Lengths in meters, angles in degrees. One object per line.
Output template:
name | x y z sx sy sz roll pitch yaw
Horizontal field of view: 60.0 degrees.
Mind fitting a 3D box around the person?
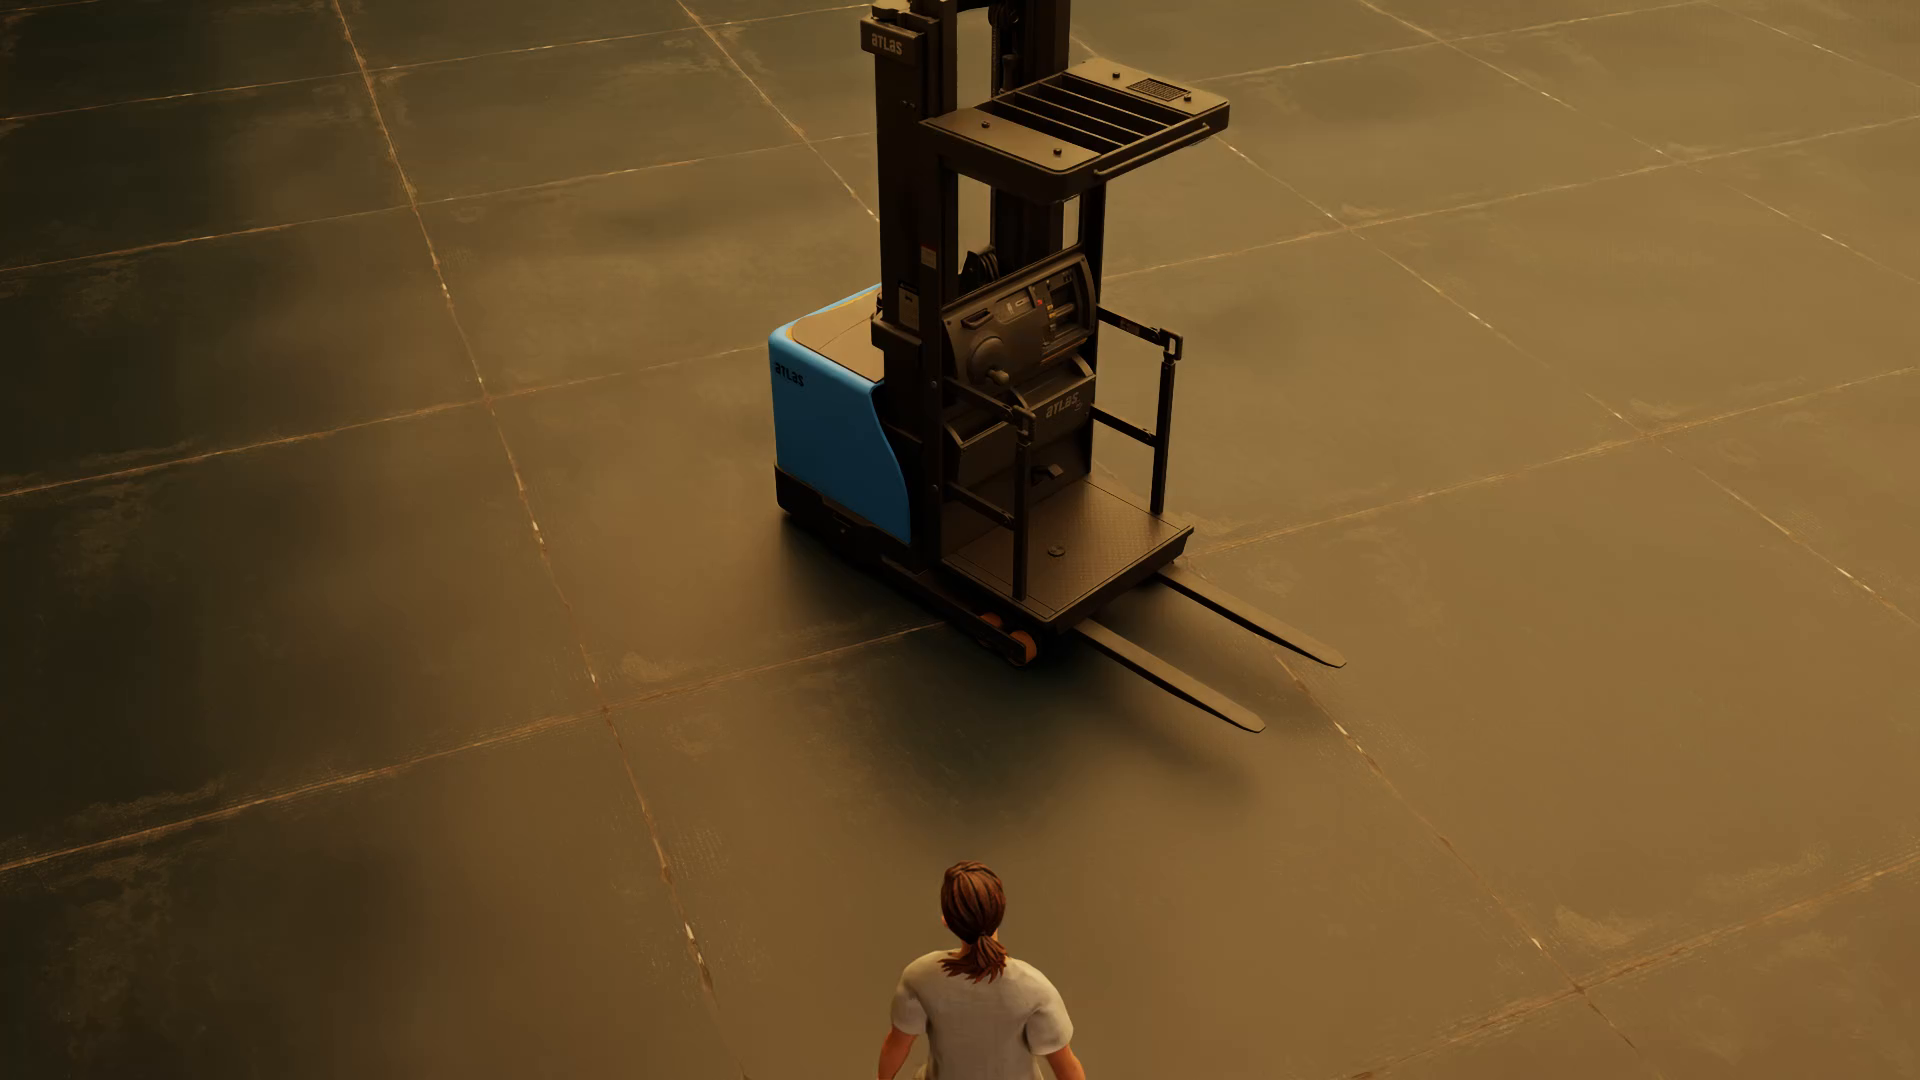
person | 0.022 1.621 4.882 0.788 1.638 0.392 7 36 10

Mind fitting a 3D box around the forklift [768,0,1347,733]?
forklift | 0.432 -0.946 7.429 3.031 2.935 1.130 30 45 35
